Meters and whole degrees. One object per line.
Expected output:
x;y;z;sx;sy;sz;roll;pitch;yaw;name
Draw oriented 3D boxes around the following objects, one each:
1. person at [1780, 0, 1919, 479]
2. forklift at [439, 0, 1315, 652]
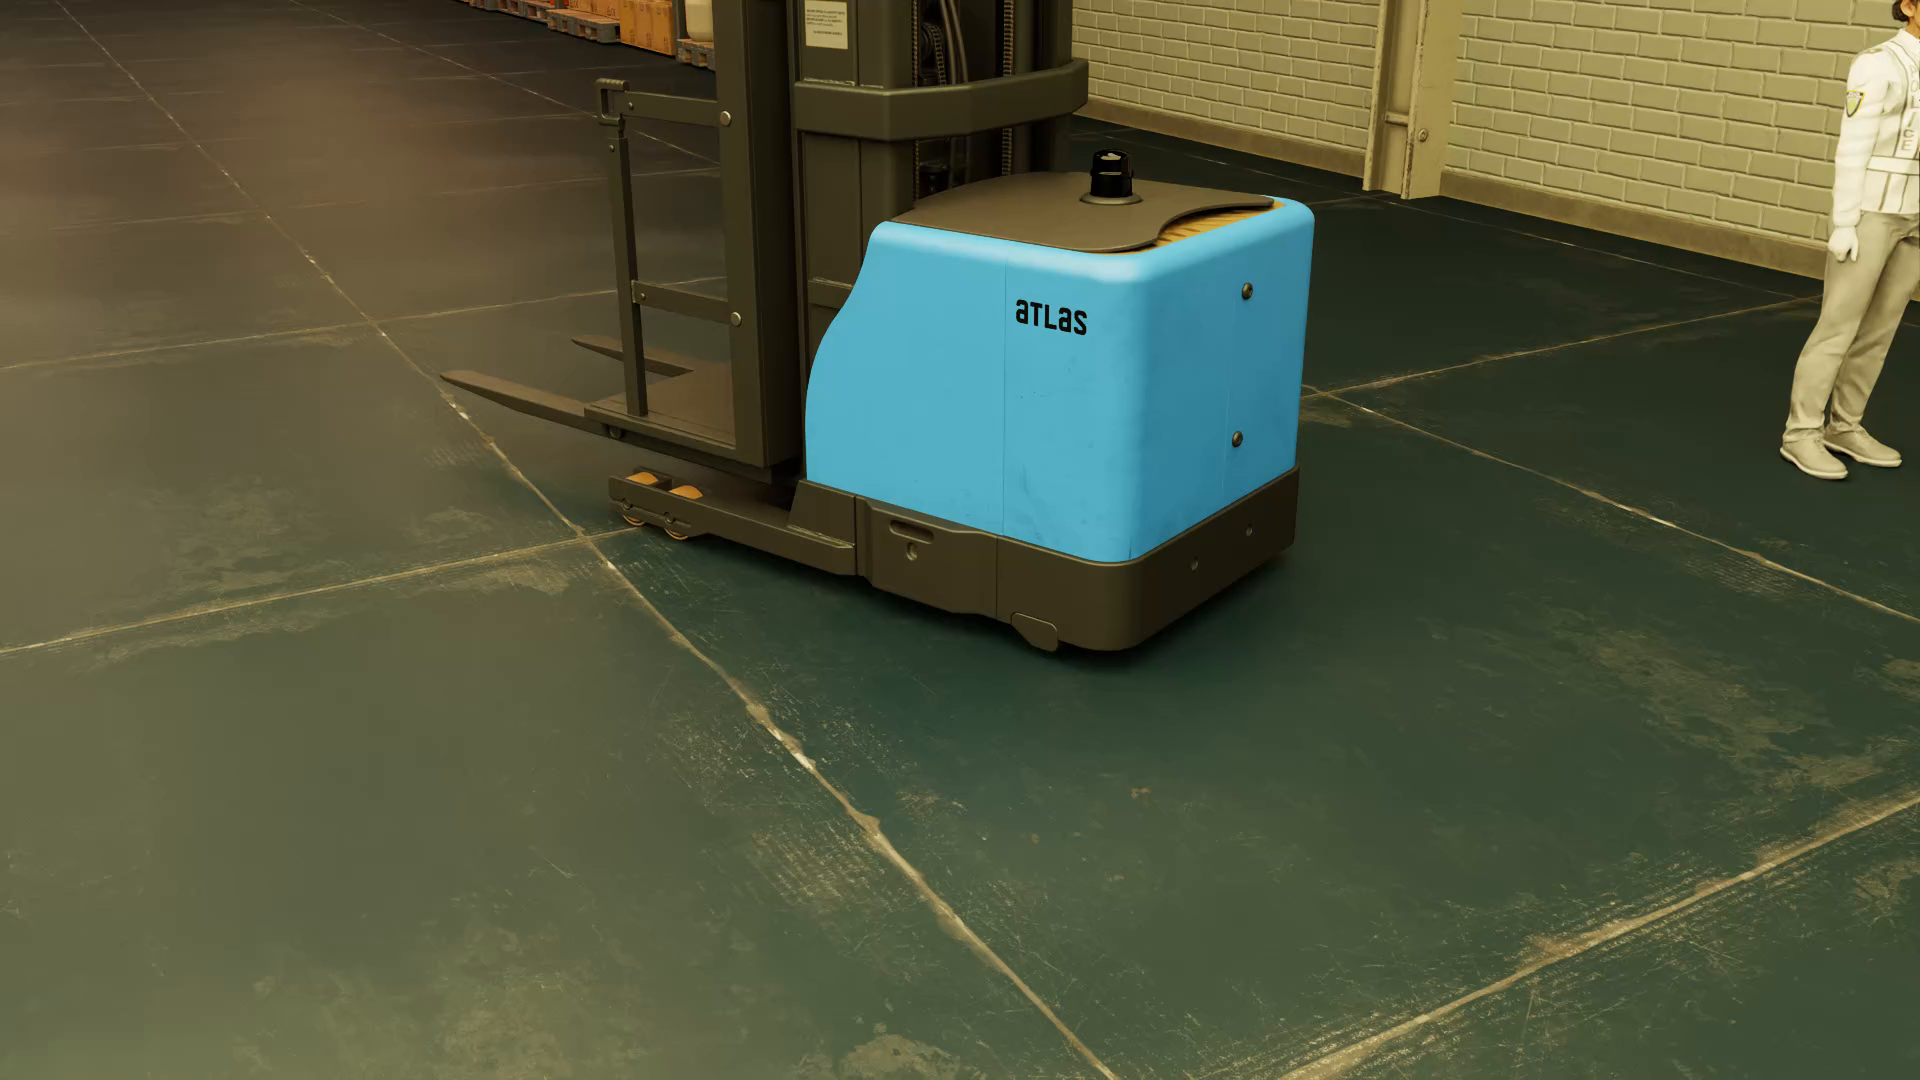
3.070;-1.060;5.496;0.464;1.692;0.336;-9;24;-22;person
-0.481;-1.497;4.922;3.031;2.935;1.130;16;27;34;forklift
